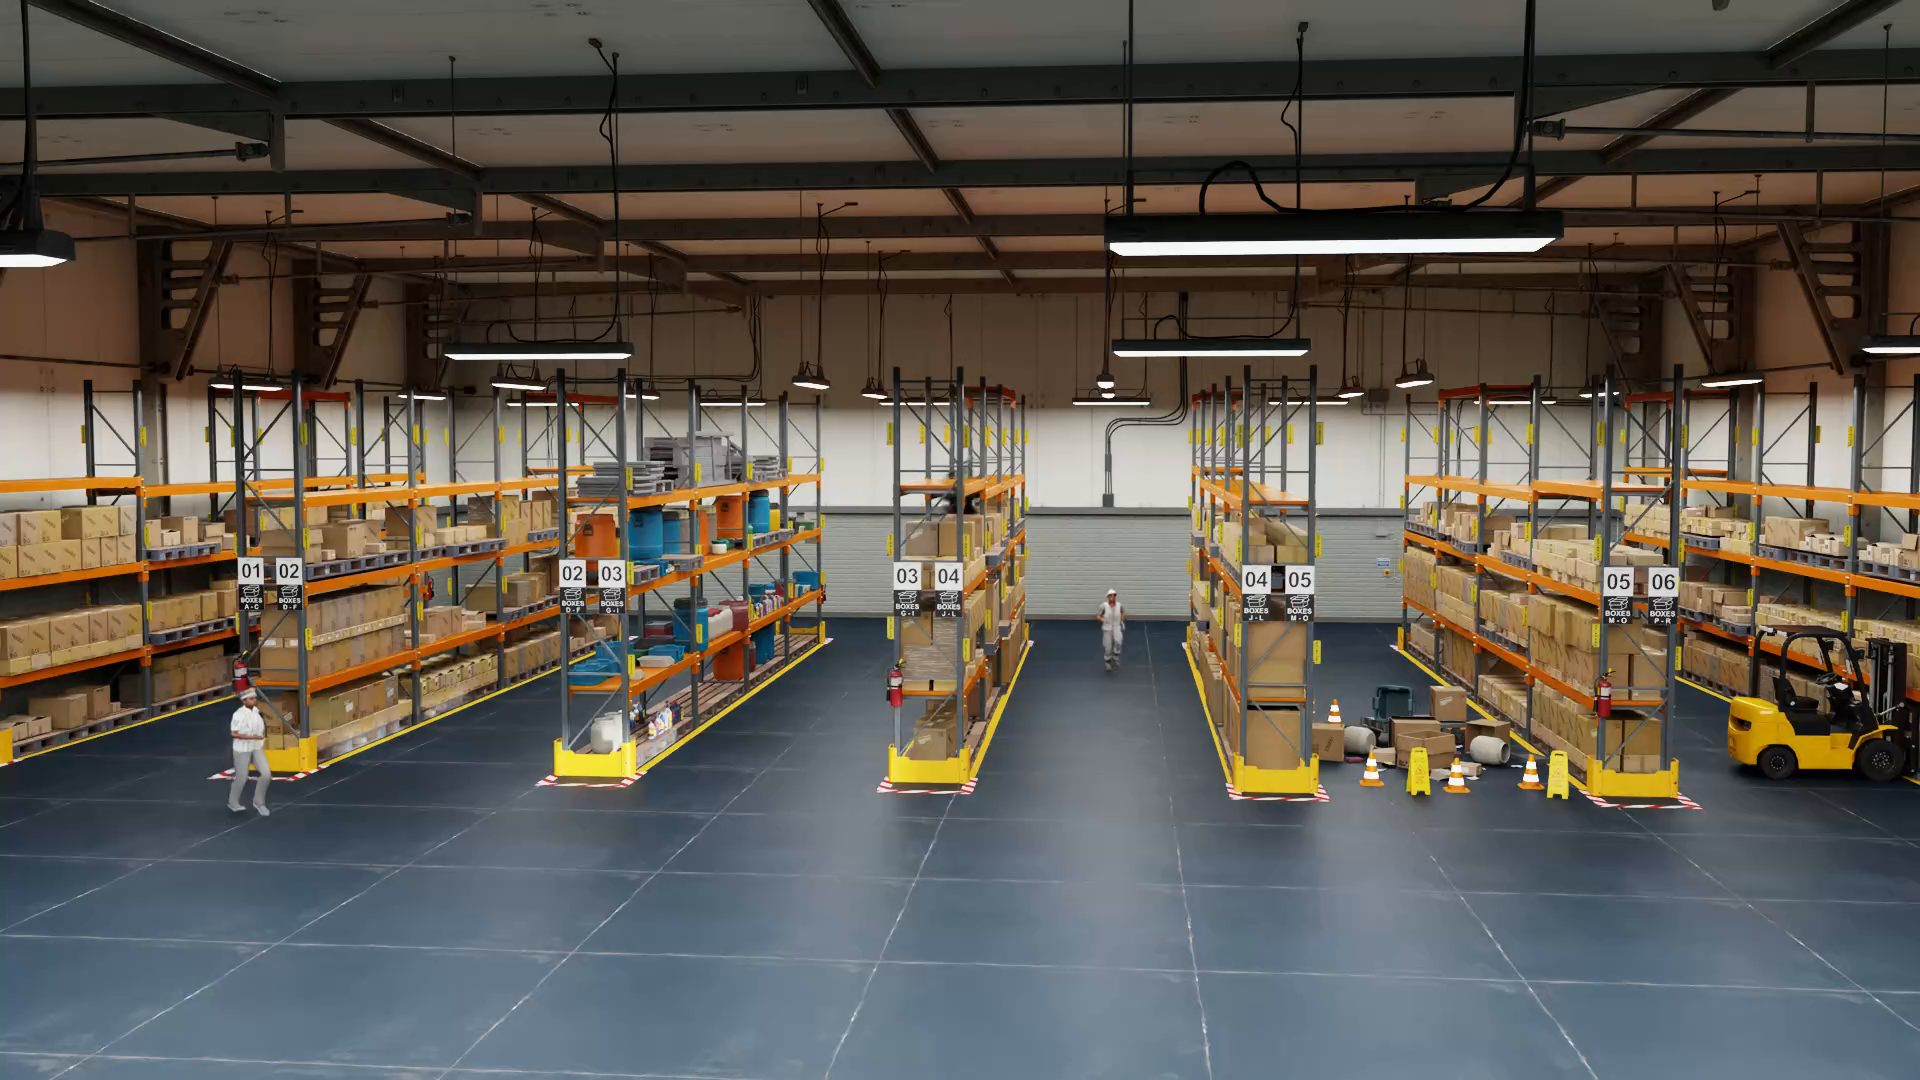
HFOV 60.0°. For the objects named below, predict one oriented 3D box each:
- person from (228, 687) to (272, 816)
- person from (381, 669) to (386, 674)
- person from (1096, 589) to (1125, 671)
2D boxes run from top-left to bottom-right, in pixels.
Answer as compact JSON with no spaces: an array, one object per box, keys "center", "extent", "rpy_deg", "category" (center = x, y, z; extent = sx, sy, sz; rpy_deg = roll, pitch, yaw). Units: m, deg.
[{"center":[-9.395,2.808,21.958],"extent":[0.736,1.747,0.563],"rpy_deg":[2,4,27],"category":"person"},{"center":[-11.204,2.235,32.077],"extent":[0.531,1.557,0.539],"rpy_deg":[0,4,-1],"category":"person"},{"center":[3.175,1.913,34.953],"extent":[0.637,1.759,0.771],"rpy_deg":[0,4,-2],"category":"person"}]
